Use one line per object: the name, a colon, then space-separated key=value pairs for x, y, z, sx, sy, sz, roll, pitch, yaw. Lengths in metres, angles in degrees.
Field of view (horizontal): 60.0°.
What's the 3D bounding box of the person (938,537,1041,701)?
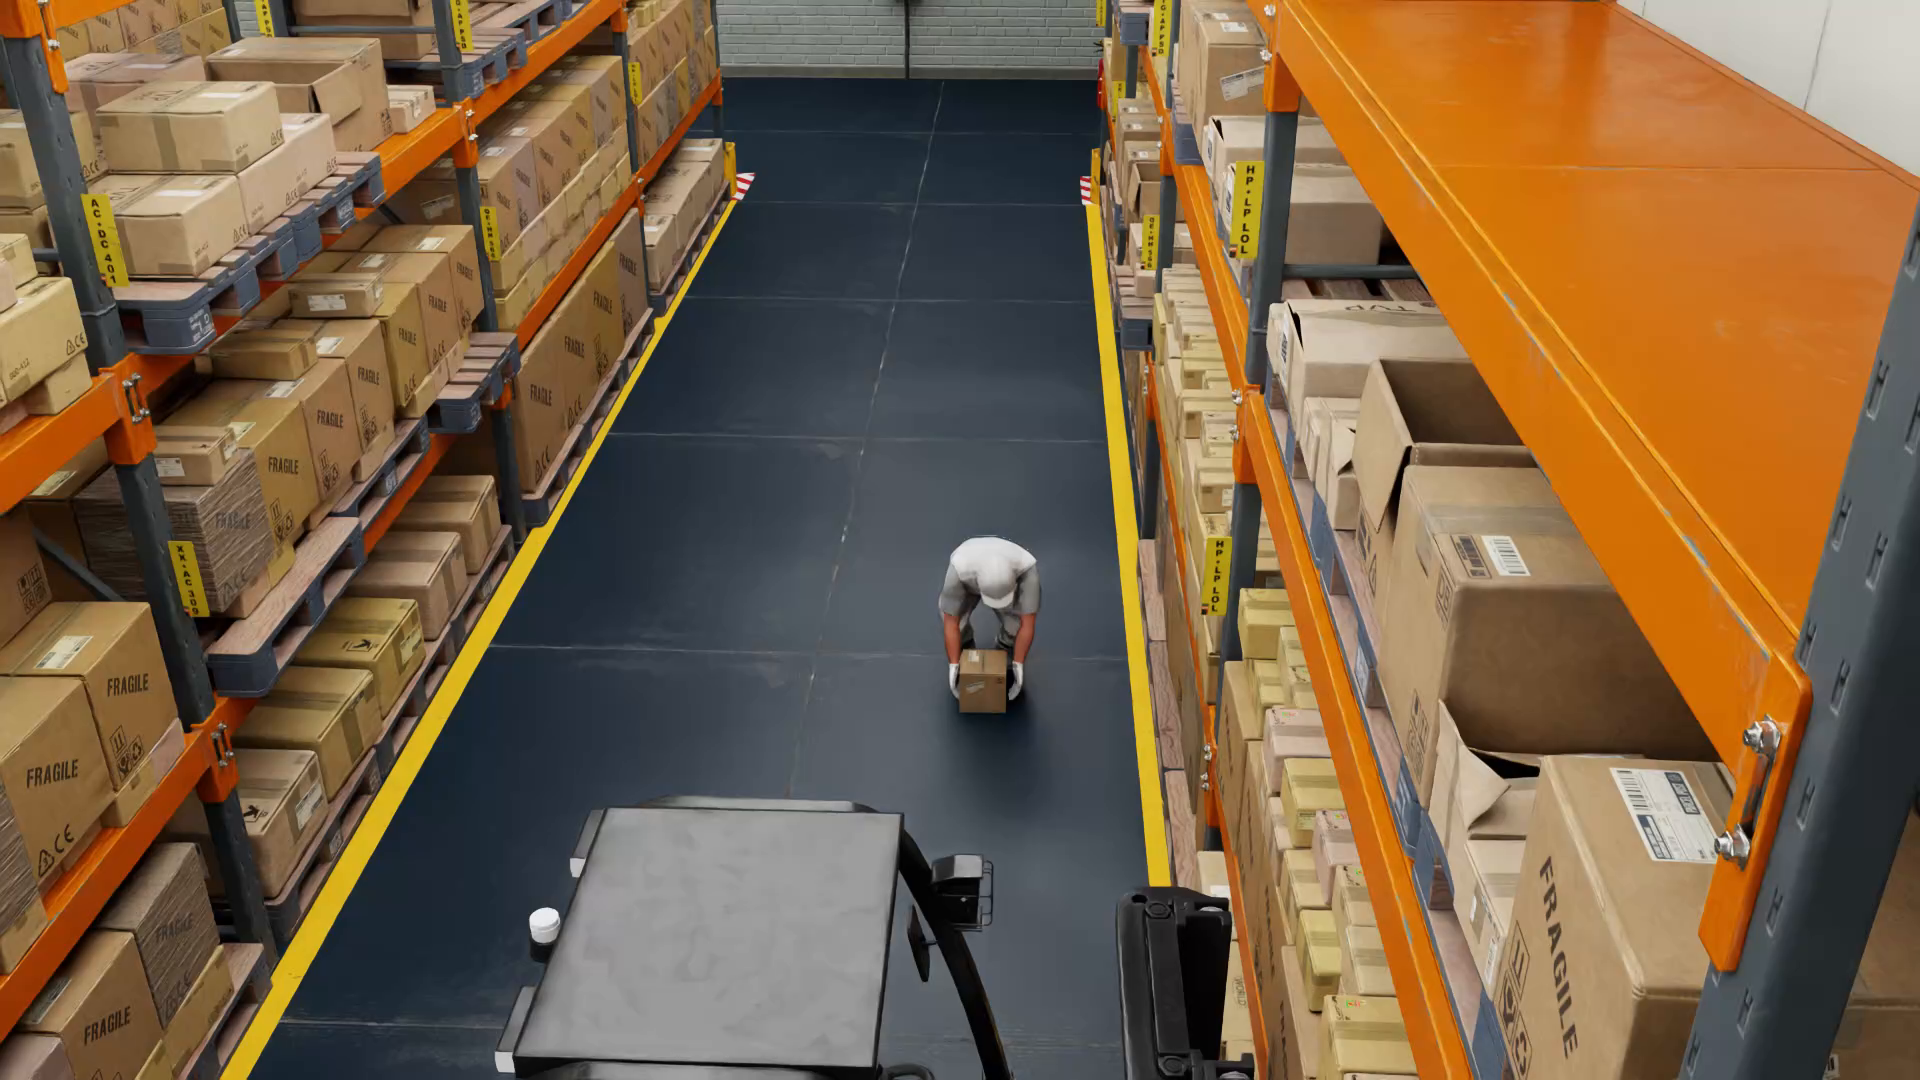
person: x=0.161 y=0.339 z=9.138 sx=0.567 sy=0.909 sz=0.885 roll=1 pitch=28 yaw=2
